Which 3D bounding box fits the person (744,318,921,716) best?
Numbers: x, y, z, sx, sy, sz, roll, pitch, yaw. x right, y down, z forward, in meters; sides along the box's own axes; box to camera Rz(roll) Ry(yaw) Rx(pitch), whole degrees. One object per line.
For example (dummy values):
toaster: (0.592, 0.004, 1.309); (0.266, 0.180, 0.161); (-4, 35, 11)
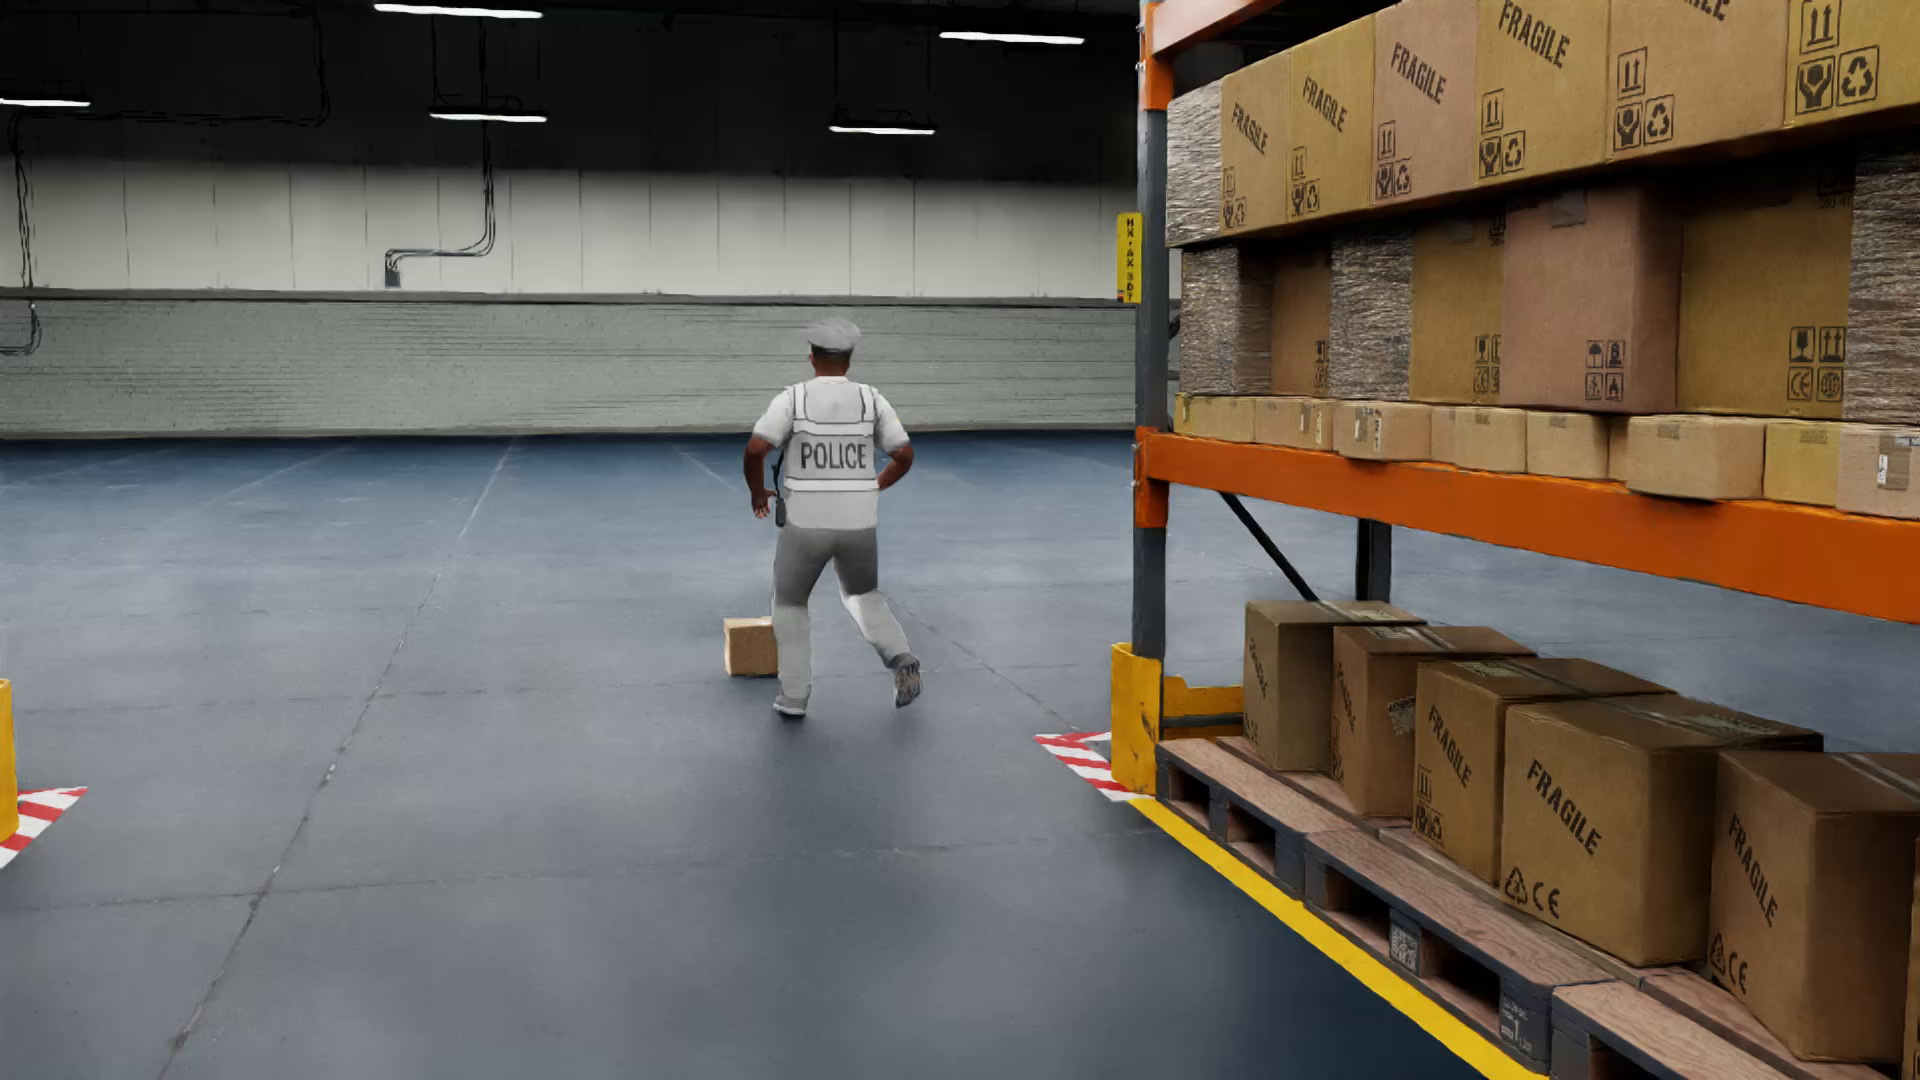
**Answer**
person: (-0.578, -0.090, 7.301); (0.783, 1.756, 0.510); (-2, 6, -20)
